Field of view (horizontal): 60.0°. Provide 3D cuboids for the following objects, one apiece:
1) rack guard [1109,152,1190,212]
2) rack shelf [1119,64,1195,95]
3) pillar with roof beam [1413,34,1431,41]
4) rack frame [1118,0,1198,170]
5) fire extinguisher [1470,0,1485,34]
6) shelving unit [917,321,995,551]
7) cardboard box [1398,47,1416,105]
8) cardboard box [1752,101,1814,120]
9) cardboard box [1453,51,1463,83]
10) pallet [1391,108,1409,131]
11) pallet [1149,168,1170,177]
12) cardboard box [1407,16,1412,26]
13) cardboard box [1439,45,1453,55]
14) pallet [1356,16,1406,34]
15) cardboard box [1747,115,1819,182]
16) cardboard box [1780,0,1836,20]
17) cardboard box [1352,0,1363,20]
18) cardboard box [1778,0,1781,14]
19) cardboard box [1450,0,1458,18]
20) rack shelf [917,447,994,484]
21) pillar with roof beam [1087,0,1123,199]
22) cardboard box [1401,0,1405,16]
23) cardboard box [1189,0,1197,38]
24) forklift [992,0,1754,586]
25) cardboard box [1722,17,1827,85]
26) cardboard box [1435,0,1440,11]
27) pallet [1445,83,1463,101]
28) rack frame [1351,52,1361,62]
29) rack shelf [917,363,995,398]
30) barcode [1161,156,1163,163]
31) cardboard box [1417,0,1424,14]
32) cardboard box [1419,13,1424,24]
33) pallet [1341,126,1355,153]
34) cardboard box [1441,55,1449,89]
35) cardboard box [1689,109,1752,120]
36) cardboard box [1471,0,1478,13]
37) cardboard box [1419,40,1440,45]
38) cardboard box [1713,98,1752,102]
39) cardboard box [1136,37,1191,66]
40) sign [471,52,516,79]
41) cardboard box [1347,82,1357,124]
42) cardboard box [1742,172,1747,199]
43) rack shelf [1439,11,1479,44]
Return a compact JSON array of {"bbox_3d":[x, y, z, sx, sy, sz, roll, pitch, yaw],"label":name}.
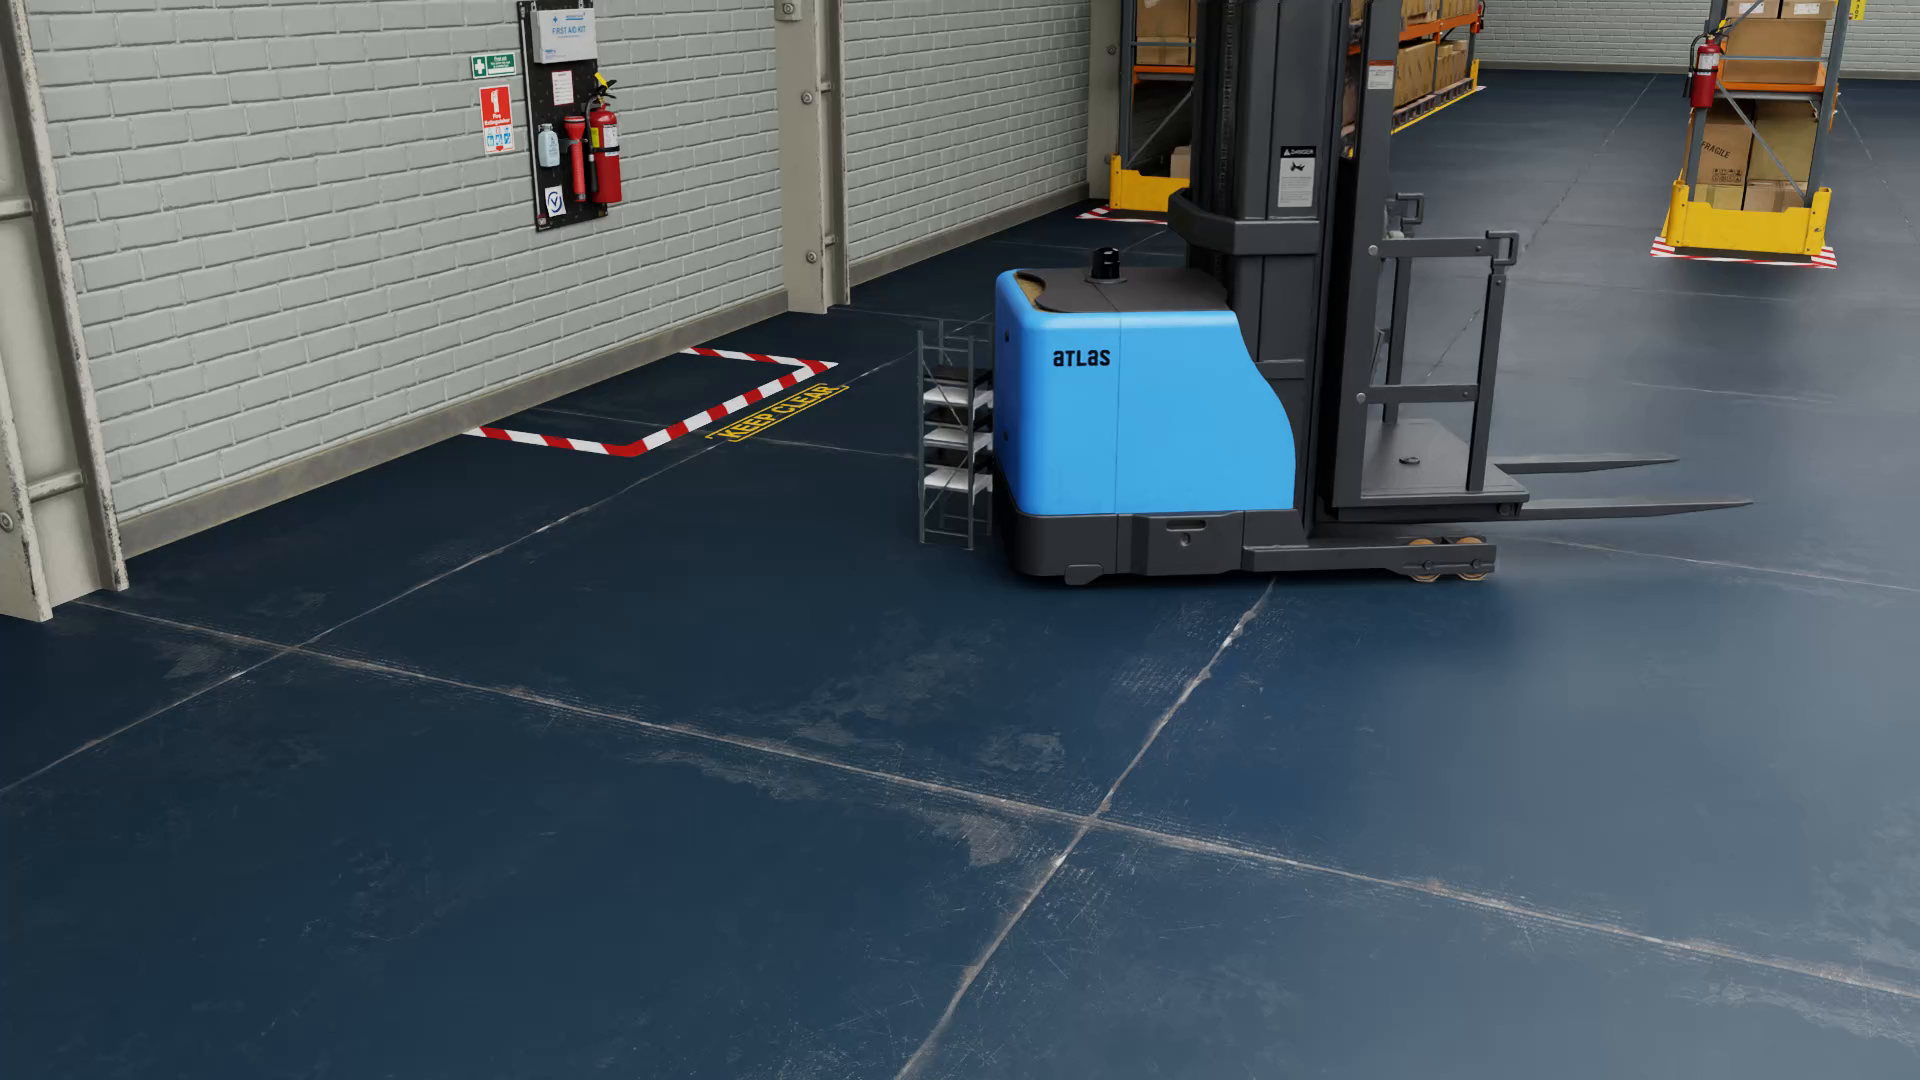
[{"bbox_3d":[2.005,-3.374,15.709,1.175,0.500,0.348,9,21,23],"label":"rack guard"},{"bbox_3d":[2.793,-4.801,17.064,1.077,0.370,4.000,9,21,23],"label":"rack shelf"},{"bbox_3d":[12.770,-12.599,28.966,9.100,9.000,0.400,9,21,23],"label":"pillar with roof beam"},{"bbox_3d":[1.974,-4.528,15.225,1.000,3.000,0.127,9,21,23],"label":"rack frame"},{"bbox_3d":[9.009,-9.190,29.005,0.296,0.674,0.183,9,21,23],"label":"fire extinguisher"},{"bbox_3d":[-0.017,-0.425,6.822,0.258,0.900,0.210,8,21,22],"label":"shelving unit"},{"bbox_3d":[6.035,-6.632,23.723,0.750,0.750,0.750,8,21,22],"label":"cardboard box"},{"bbox_3d":[7.725,-3.852,15.680,0.500,0.500,0.500,9,21,23],"label":"cardboard box"},{"bbox_3d":[8.126,-8.059,28.256,0.700,0.500,0.500,8,21,23],"label":"cardboard box"},{"bbox_3d":[5.641,-5.891,23.217,1.003,0.211,1.213,9,21,23],"label":"pallet"},{"bbox_3d":[2.370,-3.481,16.442,1.003,0.211,1.213,9,21,23],"label":"pallet"},{"bbox_3d":[6.214,-7.404,23.656,0.380,0.149,0.250,9,21,23],"label":"cardboard box"},{"bbox_3d":[7.808,-7.976,27.055,0.380,0.149,0.250,8,21,21],"label":"cardboard box"},{"bbox_3d":[5.055,-6.651,21.480,1.213,0.211,1.003,9,21,23],"label":"pallet"},{"bbox_3d":[7.120,-3.392,14.387,0.500,0.500,0.500,9,21,23],"label":"cardboard box"},{"bbox_3d":[6.852,-4.293,13.445,0.380,0.149,0.250,8,21,22],"label":"cardboard box"},{"bbox_3d":[4.577,-6.699,20.523,0.700,0.500,0.500,9,21,23],"label":"cardboard box"},{"bbox_3d":[7.273,-4.608,14.333,0.380,0.149,0.250,8,21,21],"label":"cardboard box"},{"bbox_3d":[7.429,-8.724,26.575,0.980,0.700,0.700,8,21,21],"label":"cardboard box"},{"bbox_3d":[-0.017,-0.309,6.863,0.258,0.077,0.200,8,21,22],"label":"rack shelf"},{"bbox_3d":[5.399,-7.097,13.494,9.100,9.000,0.400,9,21,23],"label":"pillar with roof beam"},{"bbox_3d":[5.682,-7.284,22.350,0.500,0.500,0.500,9,22,24],"label":"cardboard box"},{"bbox_3d":[2.444,-4.925,15.415,0.500,0.500,0.500,9,21,23],"label":"cardboard box"},{"bbox_3d":[1.682,-1.391,6.505,3.031,2.935,1.130,-2,20,-5],"label":"forklift"},{"bbox_3d":[6.698,-4.038,13.696,0.700,0.500,0.500,9,21,23],"label":"cardboard box"},{"bbox_3d":[6.929,-8.217,24.976,0.500,0.500,0.500,8,21,22],"label":"cardboard box"},{"bbox_3d":[7.769,-7.479,27.683,1.003,0.211,1.213,9,21,23],"label":"pallet"},{"bbox_3d":[5.250,-6.974,22.101,1.000,3.000,0.127,9,21,23],"label":"rack frame"},{"bbox_3d":[-0.017,-0.648,6.743,0.258,0.077,0.200,8,21,22],"label":"rack shelf"},{"bbox_3d":[1.982,-3.732,16.330,0.001,0.075,0.075,9,21,23],"label":"barcode"},{"bbox_3d":[6.315,-7.754,23.673,0.500,0.500,0.500,9,22,24],"label":"cardboard box"},{"bbox_3d":[6.563,-7.637,24.313,0.380,0.149,0.250,9,21,23],"label":"cardboard box"},{"bbox_3d":[4.428,-5.050,20.852,1.003,0.211,1.213,9,21,23],"label":"pallet"},{"bbox_3d":[7.496,-7.584,26.922,0.700,0.500,0.500,8,21,22],"label":"cardboard box"},{"bbox_3d":[6.839,-3.618,15.022,0.500,0.500,0.500,9,21,23],"label":"cardboard box"},{"bbox_3d":[8.326,-9.403,28.485,0.980,0.700,0.700,10,22,25],"label":"cardboard box"},{"bbox_3d":[7.992,-8.428,28.326,0.380,0.149,0.250,9,21,23],"label":"cardboard box"},{"bbox_3d":[7.460,-4.075,16.309,0.500,0.500,0.500,9,21,23],"label":"cardboard box"},{"bbox_3d":[1.988,-4.636,15.723,0.500,0.250,0.500,9,21,23],"label":"cardboard box"},{"bbox_3d":[-2.343,-2.388,8.363,0.001,0.109,0.331,9,21,23],"label":"sign"},{"bbox_3d":[4.686,-5.634,21.409,0.700,0.500,0.500,9,21,23],"label":"cardboard box"},{"bbox_3d":[7.324,-3.191,14.943,0.500,0.250,0.500,9,21,23],"label":"cardboard box"},{"bbox_3d":[7.707,-8.469,27.379,1.077,0.370,4.000,9,21,23],"label":"rack shelf"}]
